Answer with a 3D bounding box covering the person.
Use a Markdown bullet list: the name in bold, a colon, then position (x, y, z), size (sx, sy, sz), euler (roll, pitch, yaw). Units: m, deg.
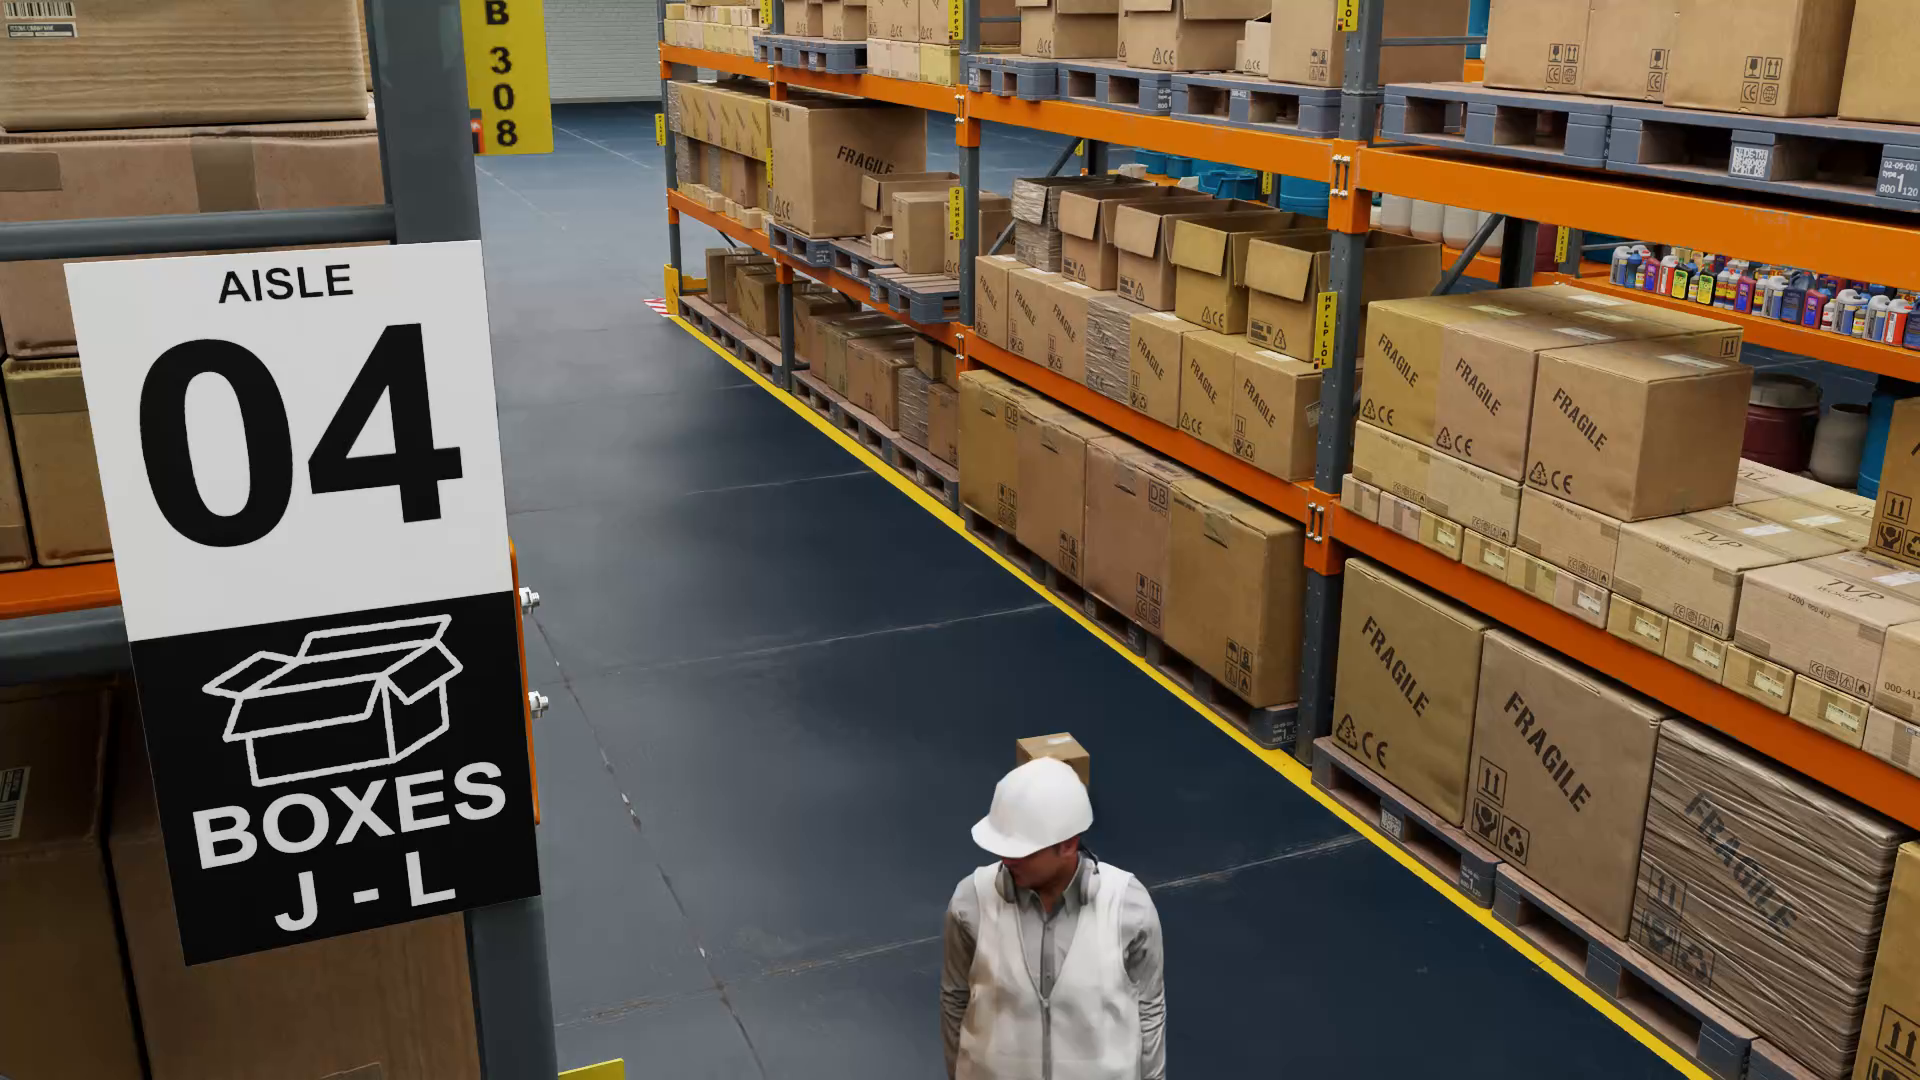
- **person**: position (0.221, 1.339, 4.037), size (0.549, 1.754, 0.725), euler (1, 19, 3)
